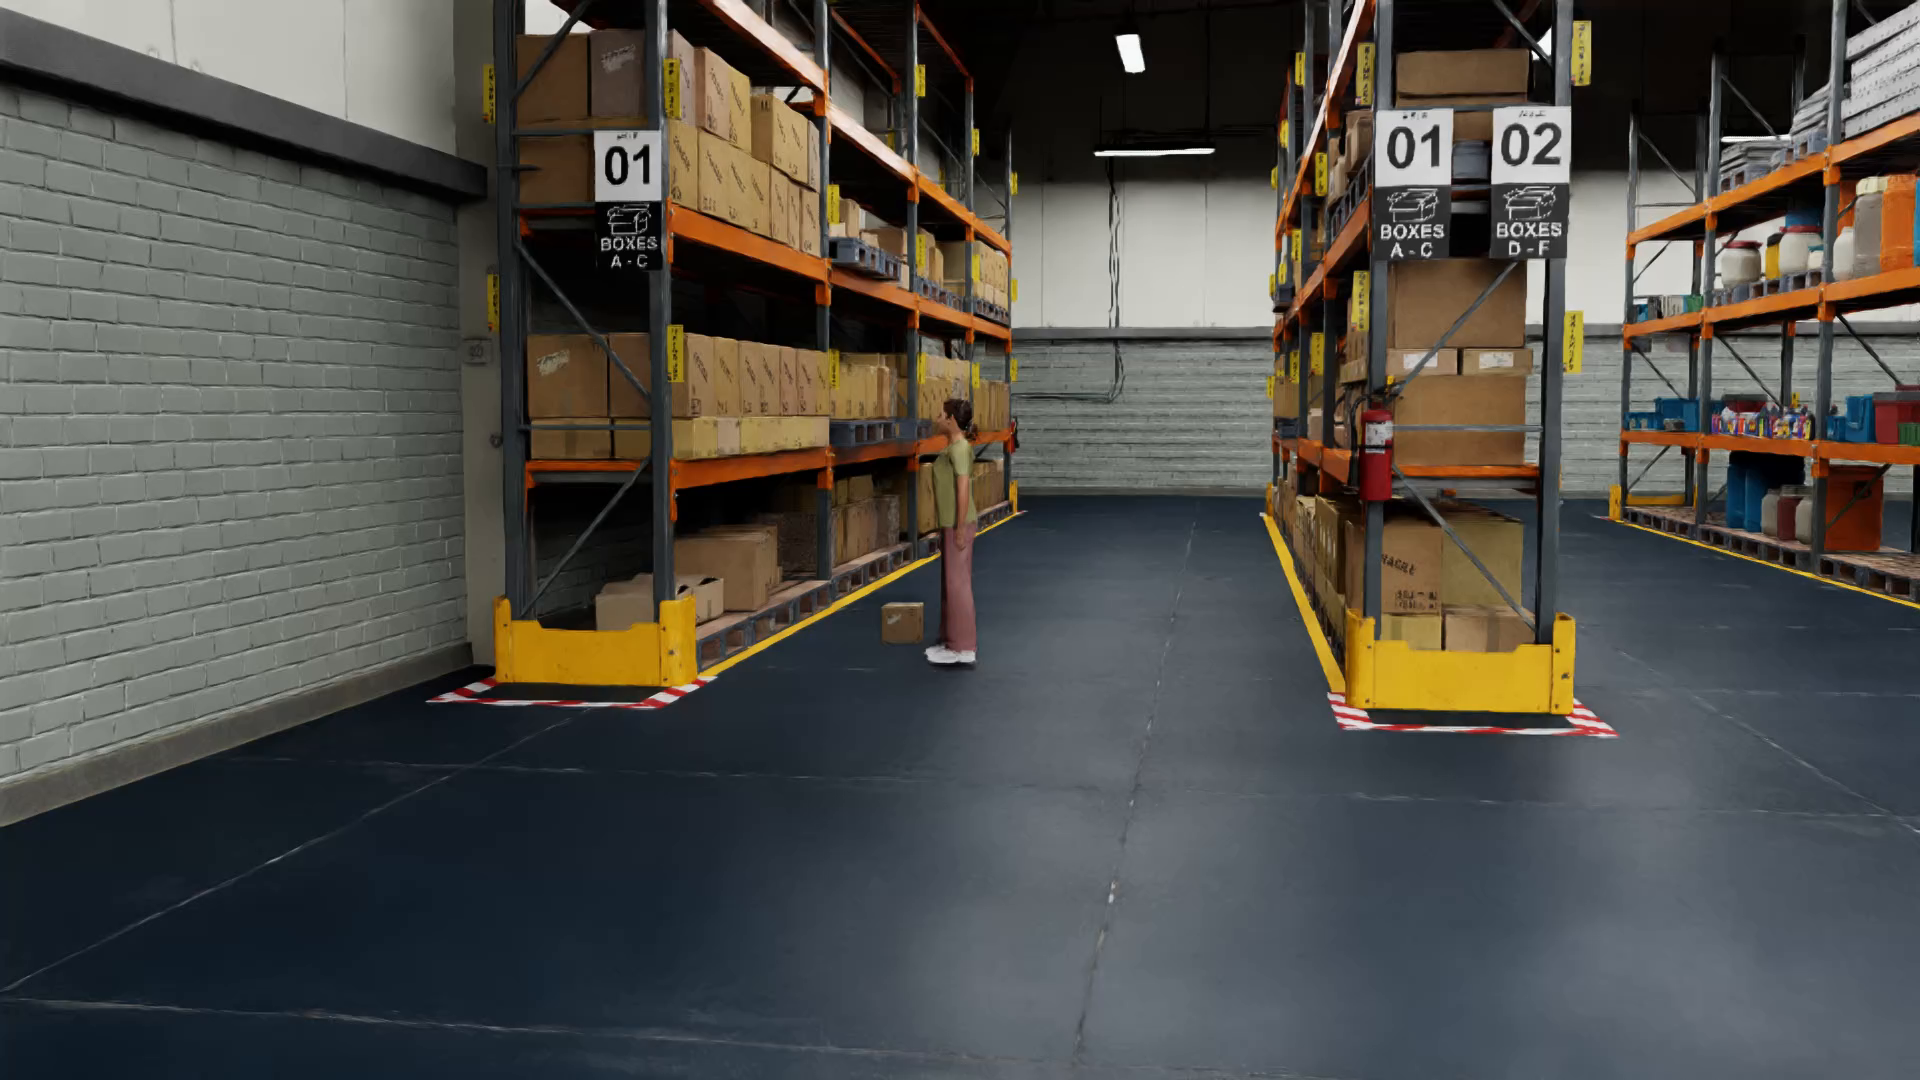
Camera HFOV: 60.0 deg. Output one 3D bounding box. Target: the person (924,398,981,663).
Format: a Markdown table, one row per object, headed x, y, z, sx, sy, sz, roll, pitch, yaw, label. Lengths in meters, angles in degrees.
| x | y | z | sx | sy | sz | roll | pitch | yaw | label |
| --- | --- | --- | --- | --- | --- | --- | --- | --- | --- |
| -0.056 | -0.070 | 10.613 | 0.349 | 1.667 | 0.477 | 0 | 5 | 1 | person |
